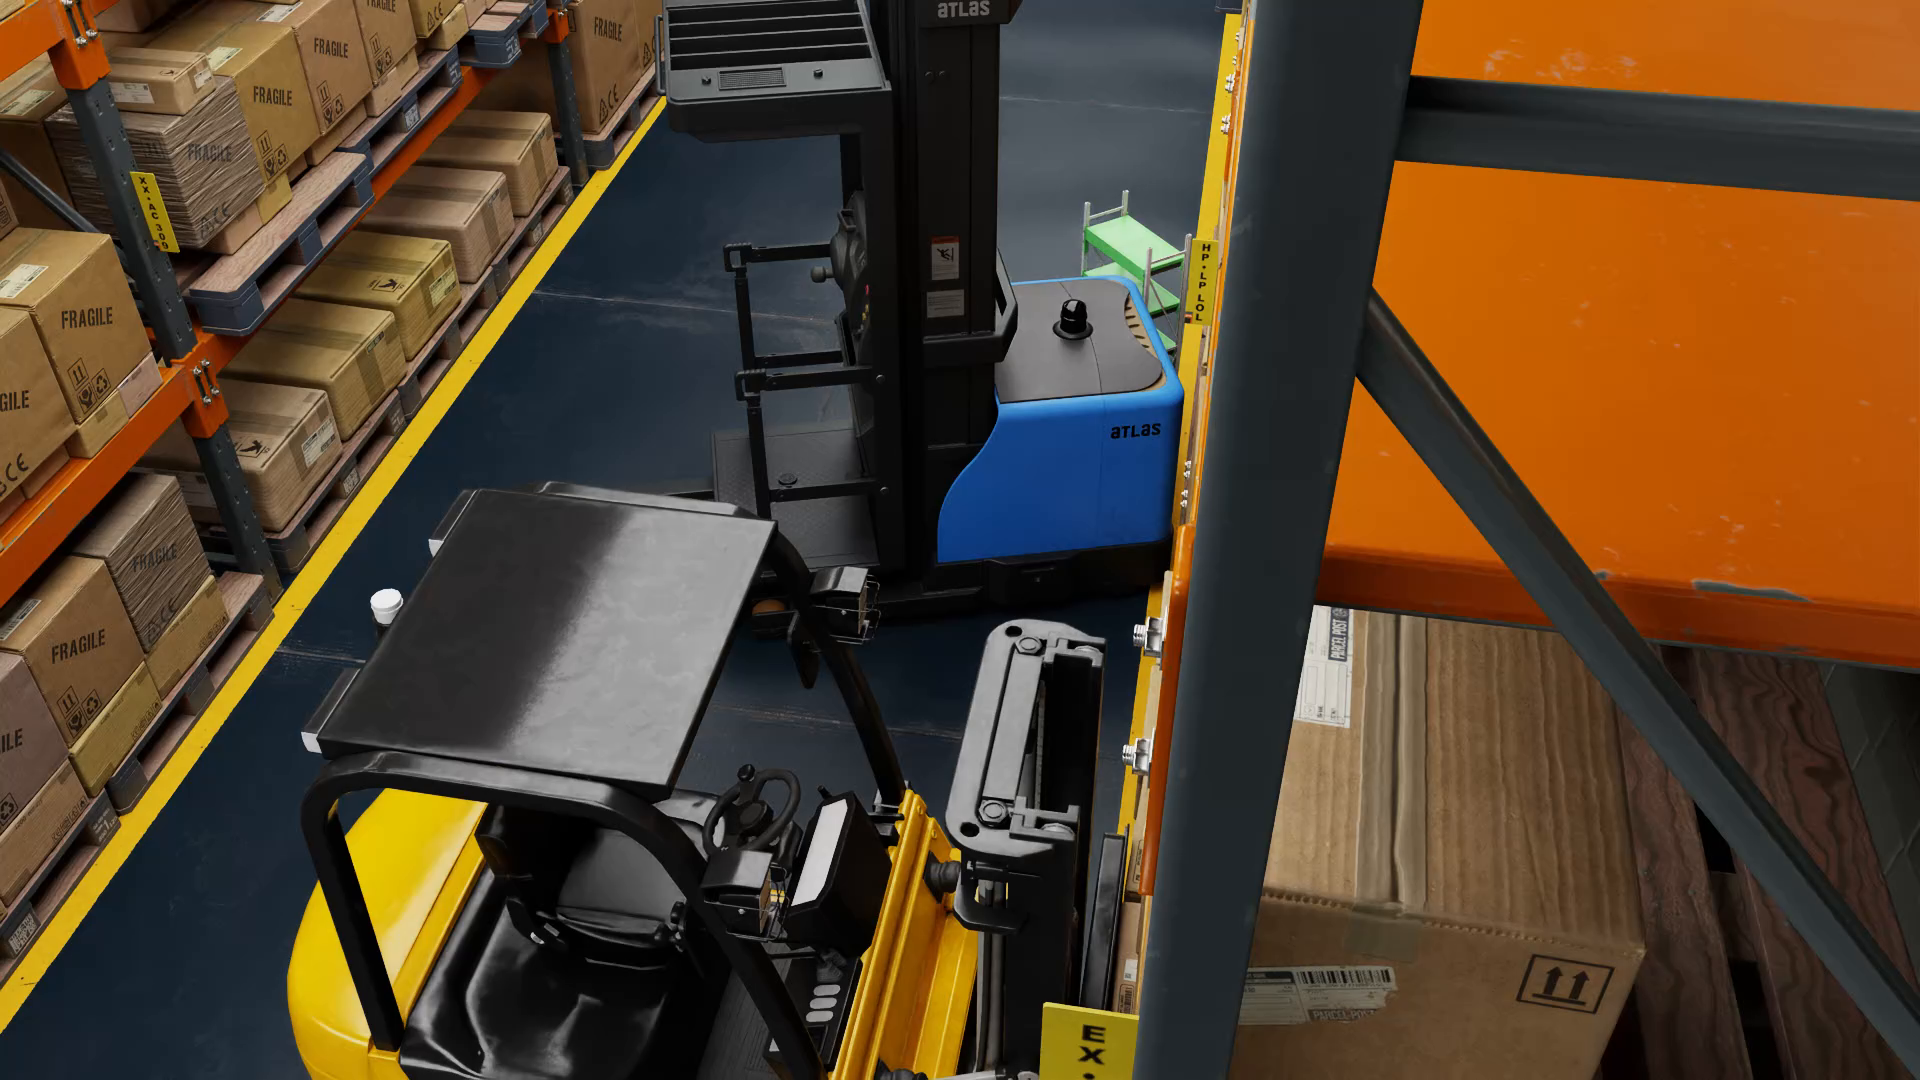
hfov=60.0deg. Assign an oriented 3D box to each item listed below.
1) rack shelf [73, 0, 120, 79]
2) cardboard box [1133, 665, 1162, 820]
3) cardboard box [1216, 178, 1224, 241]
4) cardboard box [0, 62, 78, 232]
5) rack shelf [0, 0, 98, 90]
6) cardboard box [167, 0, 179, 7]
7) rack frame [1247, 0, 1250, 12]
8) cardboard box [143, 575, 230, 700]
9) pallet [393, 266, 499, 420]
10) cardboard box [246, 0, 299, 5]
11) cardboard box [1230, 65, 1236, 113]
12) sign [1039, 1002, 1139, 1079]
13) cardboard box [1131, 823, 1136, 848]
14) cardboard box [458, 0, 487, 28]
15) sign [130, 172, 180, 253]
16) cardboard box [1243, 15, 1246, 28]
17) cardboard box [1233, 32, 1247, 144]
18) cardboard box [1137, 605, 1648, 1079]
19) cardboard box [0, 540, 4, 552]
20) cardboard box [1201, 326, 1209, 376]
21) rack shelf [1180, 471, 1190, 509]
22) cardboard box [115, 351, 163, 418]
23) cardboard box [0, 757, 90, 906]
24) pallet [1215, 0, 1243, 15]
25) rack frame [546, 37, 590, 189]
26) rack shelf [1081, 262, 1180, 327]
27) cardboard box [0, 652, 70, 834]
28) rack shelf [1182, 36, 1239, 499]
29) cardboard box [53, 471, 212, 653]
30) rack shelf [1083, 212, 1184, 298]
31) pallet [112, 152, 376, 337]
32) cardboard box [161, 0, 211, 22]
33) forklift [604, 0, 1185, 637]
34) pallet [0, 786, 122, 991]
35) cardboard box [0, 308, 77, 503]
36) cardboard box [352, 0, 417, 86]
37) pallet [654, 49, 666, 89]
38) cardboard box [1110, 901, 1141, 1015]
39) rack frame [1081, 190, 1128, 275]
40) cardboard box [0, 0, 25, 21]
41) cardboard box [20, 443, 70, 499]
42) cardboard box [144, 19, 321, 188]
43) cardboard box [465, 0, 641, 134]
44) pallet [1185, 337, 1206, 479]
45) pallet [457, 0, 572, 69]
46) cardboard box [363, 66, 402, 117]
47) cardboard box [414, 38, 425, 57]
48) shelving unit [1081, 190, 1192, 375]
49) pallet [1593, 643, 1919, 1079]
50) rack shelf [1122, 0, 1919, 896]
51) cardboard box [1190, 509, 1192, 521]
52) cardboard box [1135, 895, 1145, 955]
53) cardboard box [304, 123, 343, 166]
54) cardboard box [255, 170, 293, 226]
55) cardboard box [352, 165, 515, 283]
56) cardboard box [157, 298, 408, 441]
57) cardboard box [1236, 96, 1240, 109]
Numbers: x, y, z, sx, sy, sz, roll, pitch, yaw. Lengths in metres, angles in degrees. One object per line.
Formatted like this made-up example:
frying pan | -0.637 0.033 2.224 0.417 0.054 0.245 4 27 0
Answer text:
rack shelf | -3.189 -3.074 7.324 1.077 0.370 4.000 6 40 8
cardboard box | 0.863 0.706 5.585 0.500 0.250 0.500 6 40 8
cardboard box | 1.269 -1.190 6.560 0.500 0.250 0.500 5 40 7
cardboard box | -3.681 -1.570 6.654 0.500 0.500 0.500 6 40 7
rack shelf | -3.881 -0.564 4.288 1.077 0.370 4.000 6 40 8
cardboard box | -3.547 -2.428 7.182 0.380 0.149 0.250 5 40 6
rack frame | 1.354 -2.707 3.962 1.000 3.000 0.127 6 40 8
cardboard box | -3.373 0.359 6.791 0.500 0.250 0.500 8 40 10
pallet | -3.193 -1.122 8.941 1.003 0.211 1.213 6 40 8
cardboard box | -3.019 -2.454 7.214 0.380 0.149 0.250 9 40 10
cardboard box | 1.356 -1.902 7.109 0.380 0.149 0.250 5 40 6
sign | 0.130 0.580 1.708 0.100 0.325 0.005 6 40 8
cardboard box | 0.783 1.210 5.368 0.500 0.250 0.500 6 40 7
cardboard box | -2.694 -2.787 8.635 0.380 0.149 0.250 5 40 6
sign | -3.000 -1.219 6.190 0.100 0.325 0.005 6 40 8
cardboard box | 1.641 -2.475 8.114 0.500 0.250 0.500 8 40 9
cardboard box | 0.970 -1.222 4.182 0.500 0.311 0.500 7 40 9
cardboard box | 0.499 0.416 2.053 0.500 0.500 0.500 8 40 9
cardboard box | -3.463 0.030 5.557 0.380 0.149 0.250 6 40 7
cardboard box | 1.184 -0.682 6.339 0.500 0.250 0.500 7 40 9
rack shelf | 1.008 1.137 4.585 1.077 0.370 4.000 6 40 8
cardboard box | -3.291 -0.608 6.328 0.380 0.149 0.250 6 40 7
cardboard box | -3.548 1.012 6.000 0.500 0.250 0.500 7 40 8
pallet | 2.095 -3.265 9.495 1.213 0.211 1.003 6 40 8
rack frame | -2.843 -3.450 9.569 1.000 3.000 0.127 6 40 8
rack shelf | 0.817 -1.152 7.925 0.258 0.148 0.480 -21 44 -24
cardboard box | -3.547 0.710 5.778 0.500 0.500 0.500 8 40 10
rack shelf | 1.700 -1.373 7.621 1.077 0.370 4.000 6 40 8
cardboard box | -3.373 0.070 6.551 0.500 0.500 0.500 6 40 7
rack shelf | 0.817 -1.337 7.772 0.258 0.148 0.480 -21 44 -24
pallet | -3.260 -1.330 7.155 1.003 0.211 1.213 6 40 8
cardboard box | -3.502 -2.205 7.421 0.500 0.500 0.500 8 40 9
forklift | -0.620 -1.069 6.743 3.031 2.935 1.130 -6 40 -7
pallet | -3.825 1.328 5.978 1.003 0.211 1.213 6 40 8
cardboard box | -3.450 -0.463 5.644 0.500 0.500 0.500 8 40 9
cardboard box | -2.908 -2.464 7.735 0.500 0.500 0.500 5 40 6
pallet | -2.419 -3.625 11.969 1.003 0.211 1.213 6 40 8
cardboard box | 0.690 1.348 4.809 0.500 0.250 0.500 6 40 7
rack frame | 0.690 -1.149 8.198 0.240 1.200 0.015 -21 44 -24
cardboard box | -3.289 -1.767 5.377 0.380 0.149 0.250 7 40 8
cardboard box | -3.449 -0.295 5.950 0.380 0.149 0.250 7 40 8
cardboard box | -3.086 -1.832 6.970 0.500 0.500 0.500 7 40 8
cardboard box | -2.642 -3.218 10.626 0.875 0.875 0.875 6 40 7
pallet | 1.652 -0.555 8.255 1.003 0.211 1.213 6 40 8
pallet | -2.861 -2.917 9.075 1.213 0.211 1.003 6 40 8
cardboard box | -2.875 -2.132 7.842 0.380 0.149 0.250 8 40 9
cardboard box | -2.896 -2.469 8.250 0.380 0.149 0.250 7 40 8
shelving unit | 0.817 -1.016 8.037 0.258 1.200 0.503 -21 44 -24
pallet | 0.810 0.552 2.443 1.003 0.211 1.213 6 40 8
rack shelf | 1.008 -1.021 2.801 1.077 0.370 4.000 6 40 8
cardboard box | 0.863 -0.037 4.853 0.380 0.149 0.250 7 40 9
cardboard box | 0.752 0.776 4.379 0.500 0.500 0.500 7 40 8
cardboard box | -3.017 -1.816 7.460 0.380 0.149 0.250 7 40 8
cardboard box | -3.077 -1.473 7.045 0.380 0.149 0.250 7 40 9
cardboard box | -3.070 -1.782 9.284 0.950 0.372 0.625 6 40 7
cardboard box | -3.326 -0.870 8.181 0.950 0.372 0.625 9 40 10
cardboard box | 0.798 -0.802 3.709 0.396 0.266 0.258 6 40 7
